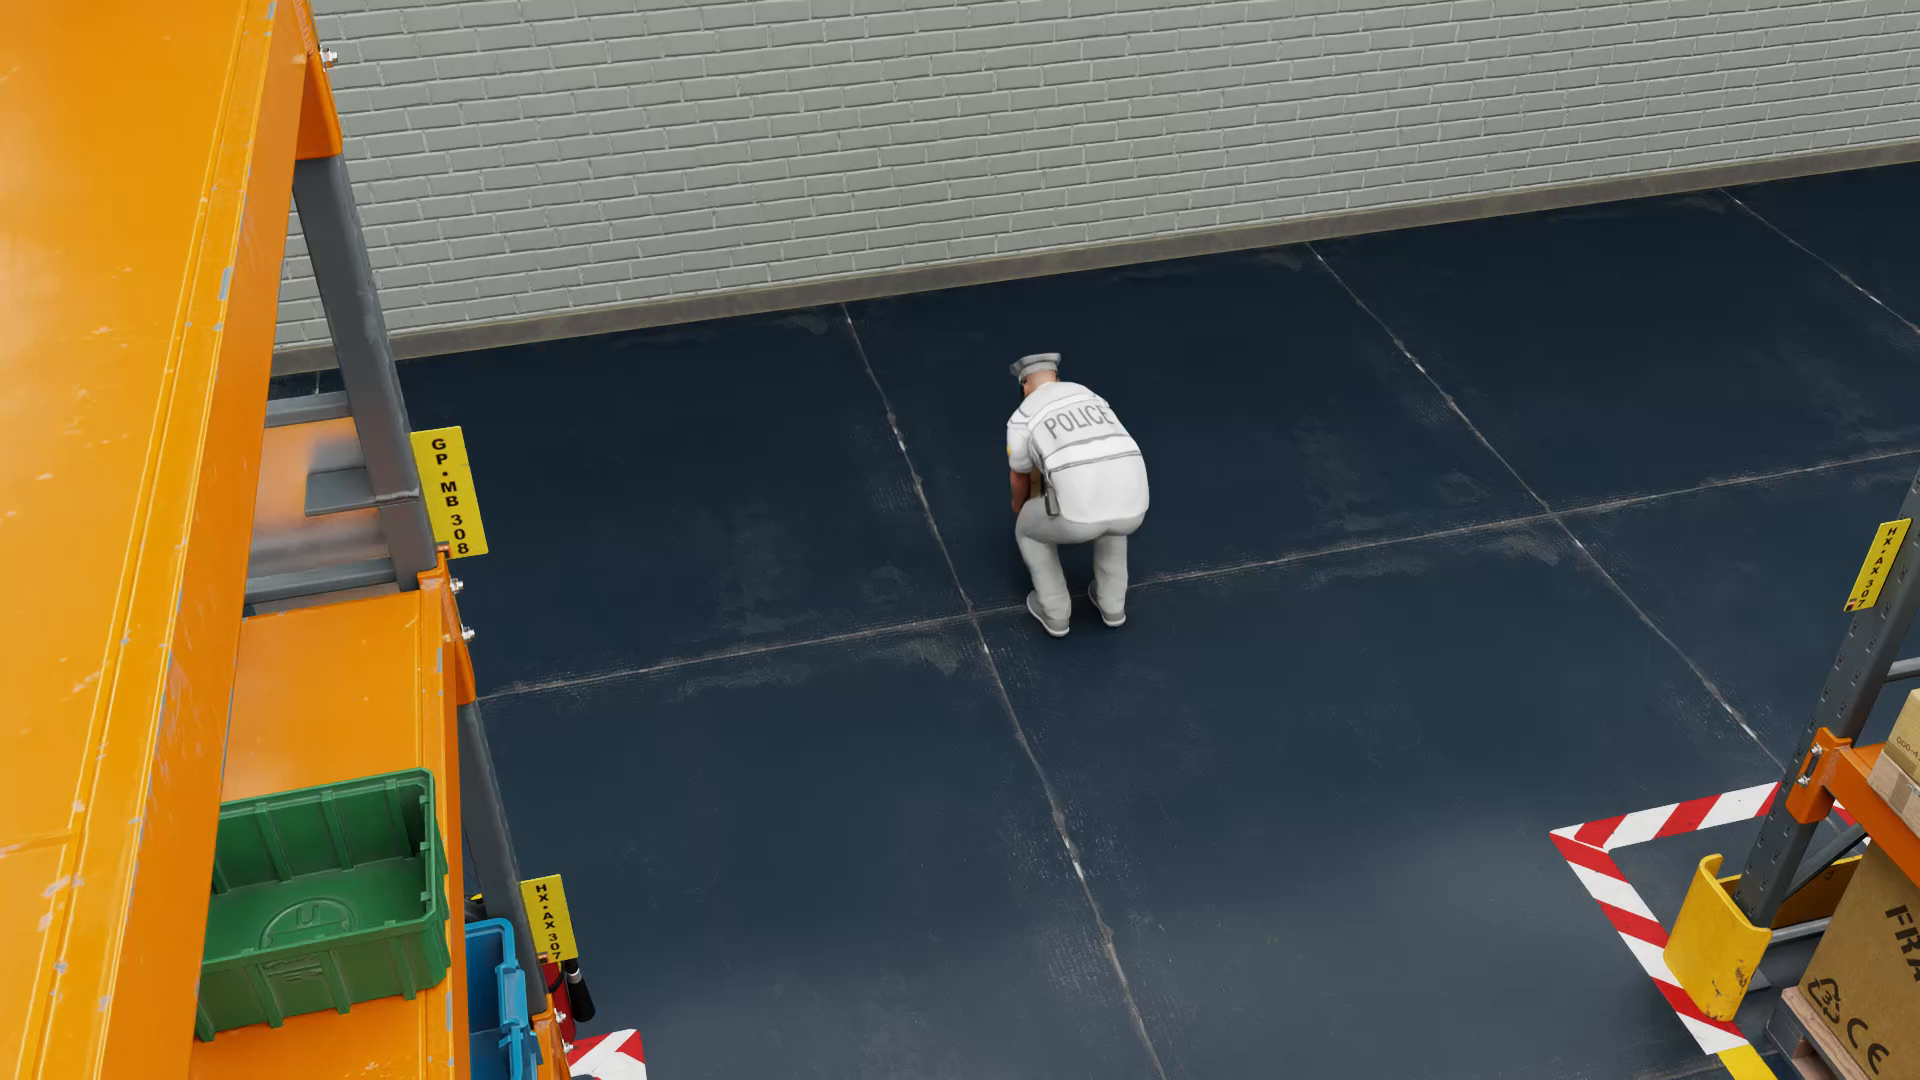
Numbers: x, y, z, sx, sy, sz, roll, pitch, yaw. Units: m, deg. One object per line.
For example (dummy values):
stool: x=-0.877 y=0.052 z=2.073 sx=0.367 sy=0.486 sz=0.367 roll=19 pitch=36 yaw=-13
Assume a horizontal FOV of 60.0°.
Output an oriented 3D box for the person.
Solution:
person: x=0.487 y=-0.203 z=7.521 sx=0.536 sy=1.077 sz=1.034 roll=-11 pitch=39 yaw=-14
